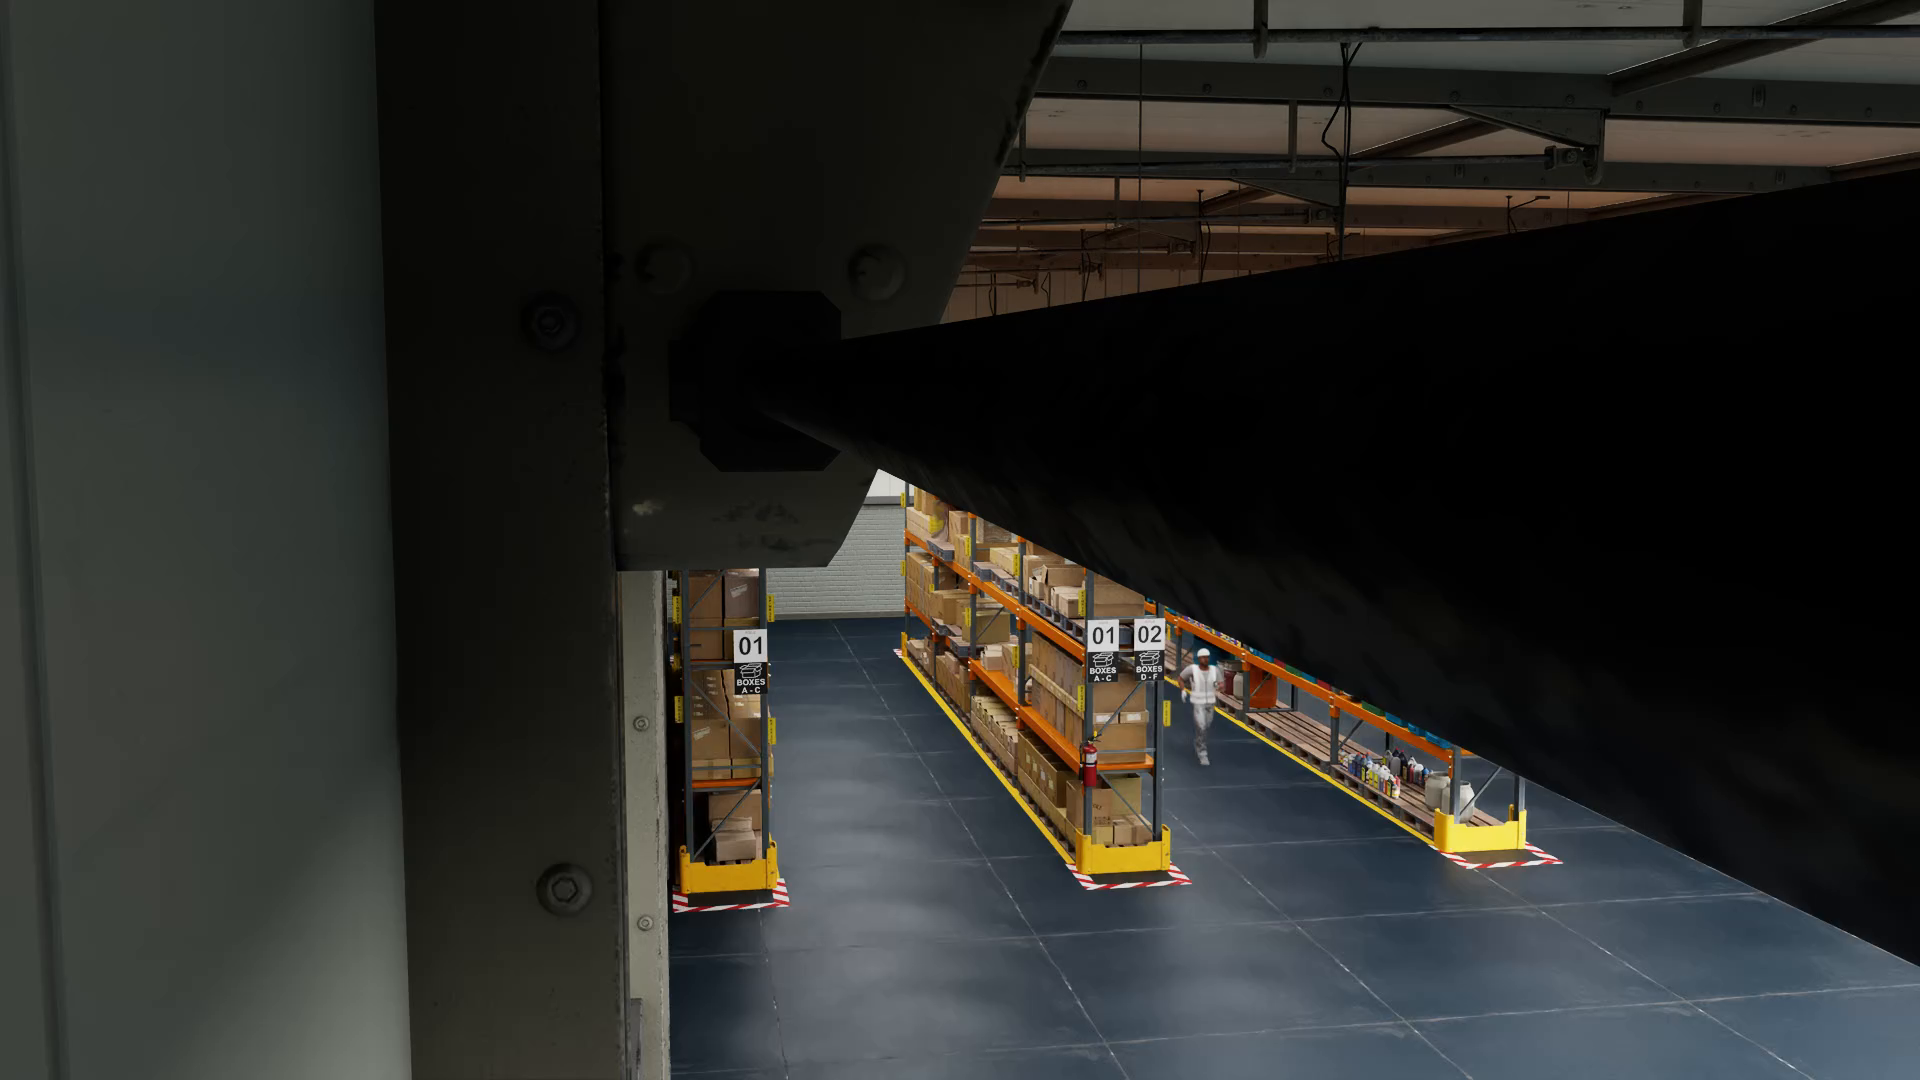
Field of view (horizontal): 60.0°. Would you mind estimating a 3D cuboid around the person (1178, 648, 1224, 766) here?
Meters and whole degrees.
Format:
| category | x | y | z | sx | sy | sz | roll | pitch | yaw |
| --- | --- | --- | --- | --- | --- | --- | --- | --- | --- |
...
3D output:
| category | x | y | z | sx | sy | sz | roll | pitch | yaw |
| --- | --- | --- | --- | --- | --- | --- | --- | --- | --- |
| person | 3.920 | 2.653 | 26.776 | 0.672 | 1.826 | 0.797 | -2 | 6 | -16 |
